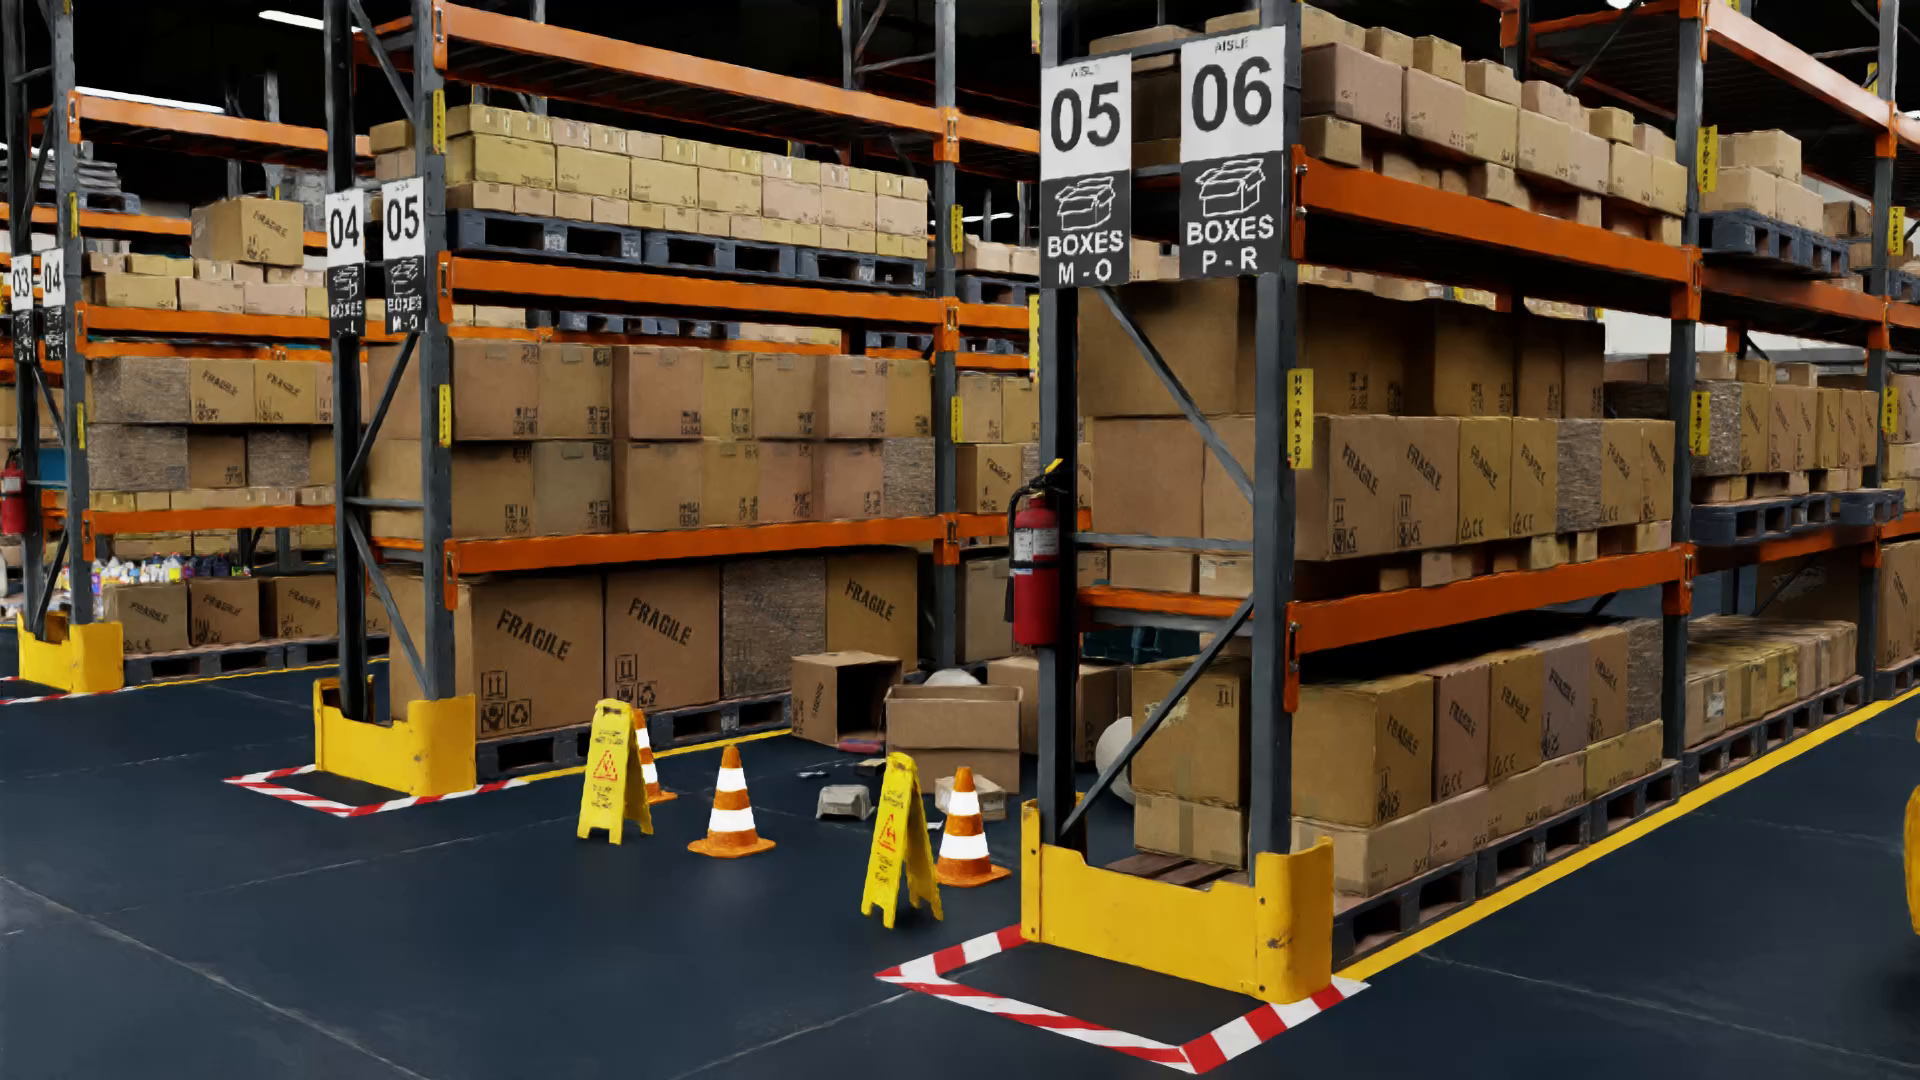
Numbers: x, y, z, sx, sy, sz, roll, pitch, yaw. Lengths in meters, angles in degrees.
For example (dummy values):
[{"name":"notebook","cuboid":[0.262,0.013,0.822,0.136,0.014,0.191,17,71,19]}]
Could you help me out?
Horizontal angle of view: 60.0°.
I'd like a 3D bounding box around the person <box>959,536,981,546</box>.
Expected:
[{"name":"person","cuboid":[0.026,-0.064,17.600,0.439,1.573,0.511,1,4,14]}]
